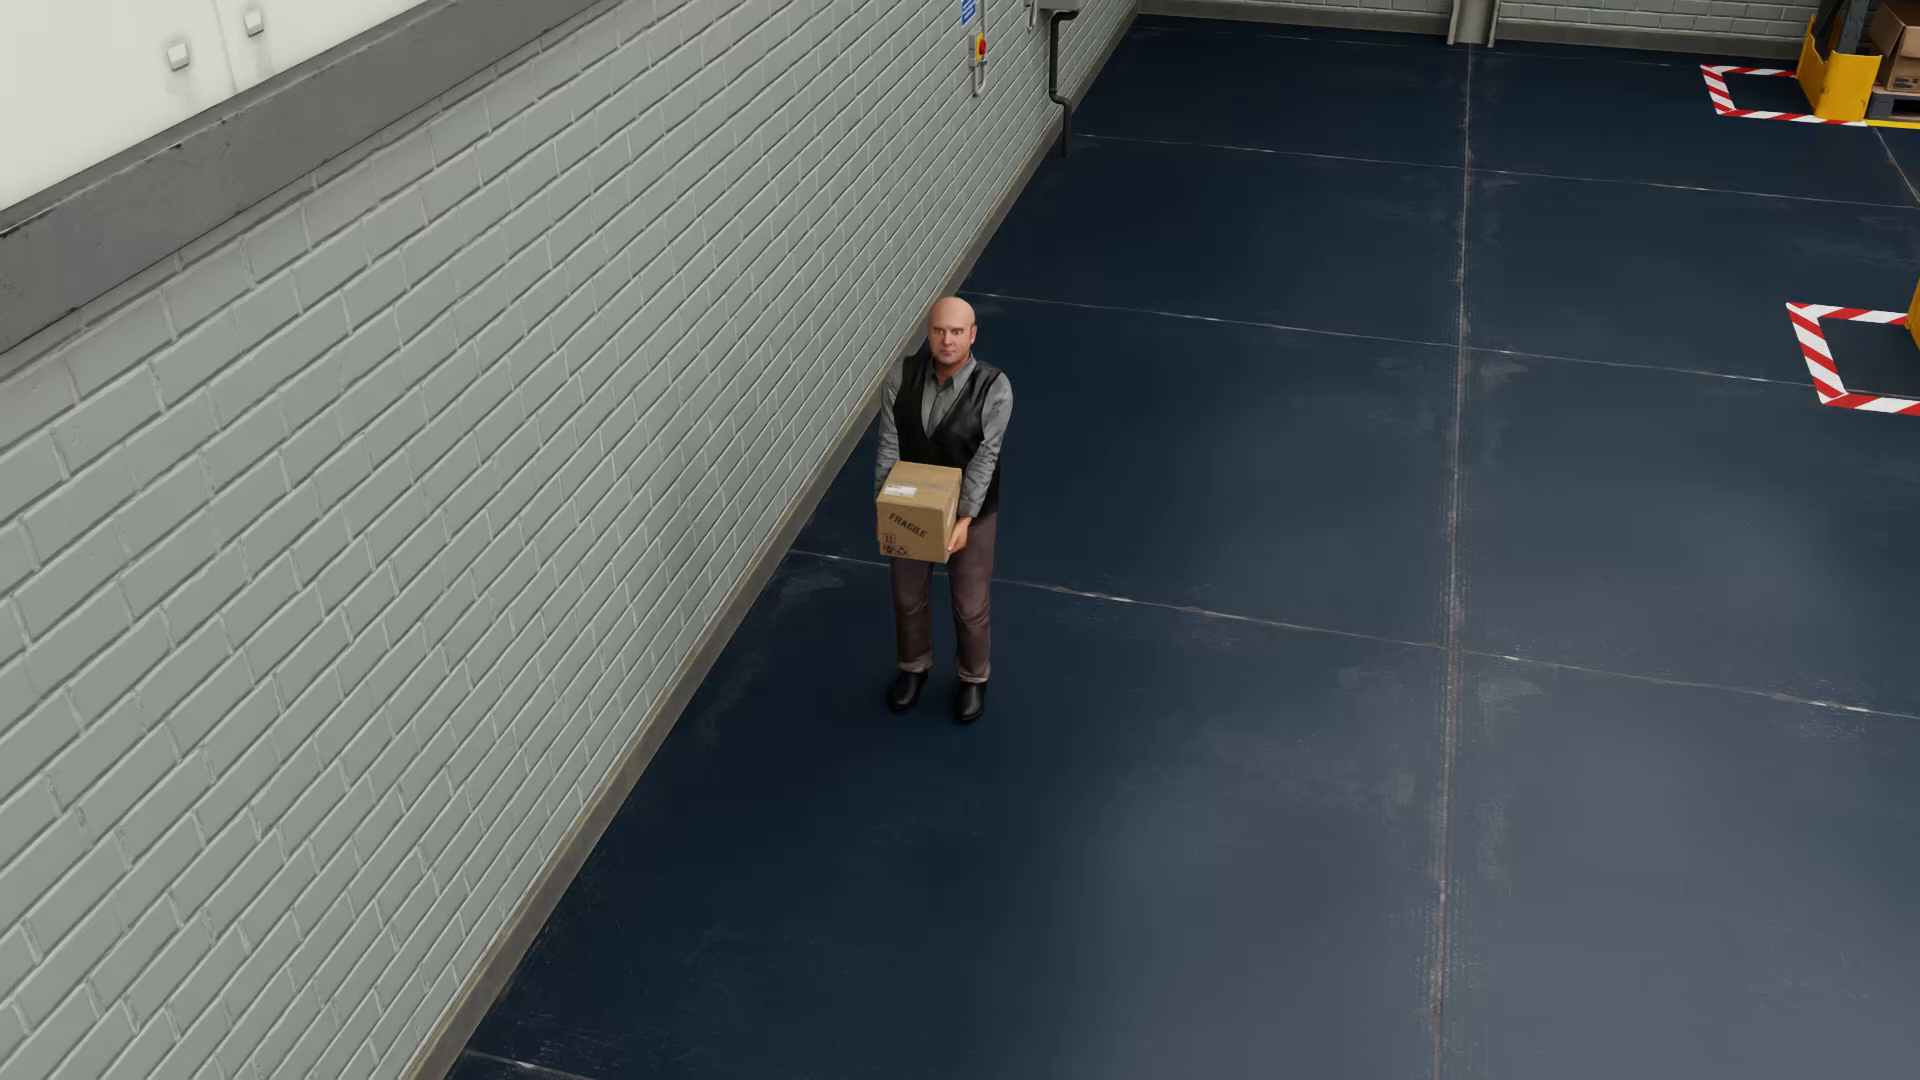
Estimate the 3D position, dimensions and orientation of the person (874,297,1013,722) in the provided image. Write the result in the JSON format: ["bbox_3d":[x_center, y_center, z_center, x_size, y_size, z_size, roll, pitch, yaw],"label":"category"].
[{"bbox_3d":[-0.078,-0.056,6.257,0.494,1.711,0.559,8,34,13],"label":"person"}]
